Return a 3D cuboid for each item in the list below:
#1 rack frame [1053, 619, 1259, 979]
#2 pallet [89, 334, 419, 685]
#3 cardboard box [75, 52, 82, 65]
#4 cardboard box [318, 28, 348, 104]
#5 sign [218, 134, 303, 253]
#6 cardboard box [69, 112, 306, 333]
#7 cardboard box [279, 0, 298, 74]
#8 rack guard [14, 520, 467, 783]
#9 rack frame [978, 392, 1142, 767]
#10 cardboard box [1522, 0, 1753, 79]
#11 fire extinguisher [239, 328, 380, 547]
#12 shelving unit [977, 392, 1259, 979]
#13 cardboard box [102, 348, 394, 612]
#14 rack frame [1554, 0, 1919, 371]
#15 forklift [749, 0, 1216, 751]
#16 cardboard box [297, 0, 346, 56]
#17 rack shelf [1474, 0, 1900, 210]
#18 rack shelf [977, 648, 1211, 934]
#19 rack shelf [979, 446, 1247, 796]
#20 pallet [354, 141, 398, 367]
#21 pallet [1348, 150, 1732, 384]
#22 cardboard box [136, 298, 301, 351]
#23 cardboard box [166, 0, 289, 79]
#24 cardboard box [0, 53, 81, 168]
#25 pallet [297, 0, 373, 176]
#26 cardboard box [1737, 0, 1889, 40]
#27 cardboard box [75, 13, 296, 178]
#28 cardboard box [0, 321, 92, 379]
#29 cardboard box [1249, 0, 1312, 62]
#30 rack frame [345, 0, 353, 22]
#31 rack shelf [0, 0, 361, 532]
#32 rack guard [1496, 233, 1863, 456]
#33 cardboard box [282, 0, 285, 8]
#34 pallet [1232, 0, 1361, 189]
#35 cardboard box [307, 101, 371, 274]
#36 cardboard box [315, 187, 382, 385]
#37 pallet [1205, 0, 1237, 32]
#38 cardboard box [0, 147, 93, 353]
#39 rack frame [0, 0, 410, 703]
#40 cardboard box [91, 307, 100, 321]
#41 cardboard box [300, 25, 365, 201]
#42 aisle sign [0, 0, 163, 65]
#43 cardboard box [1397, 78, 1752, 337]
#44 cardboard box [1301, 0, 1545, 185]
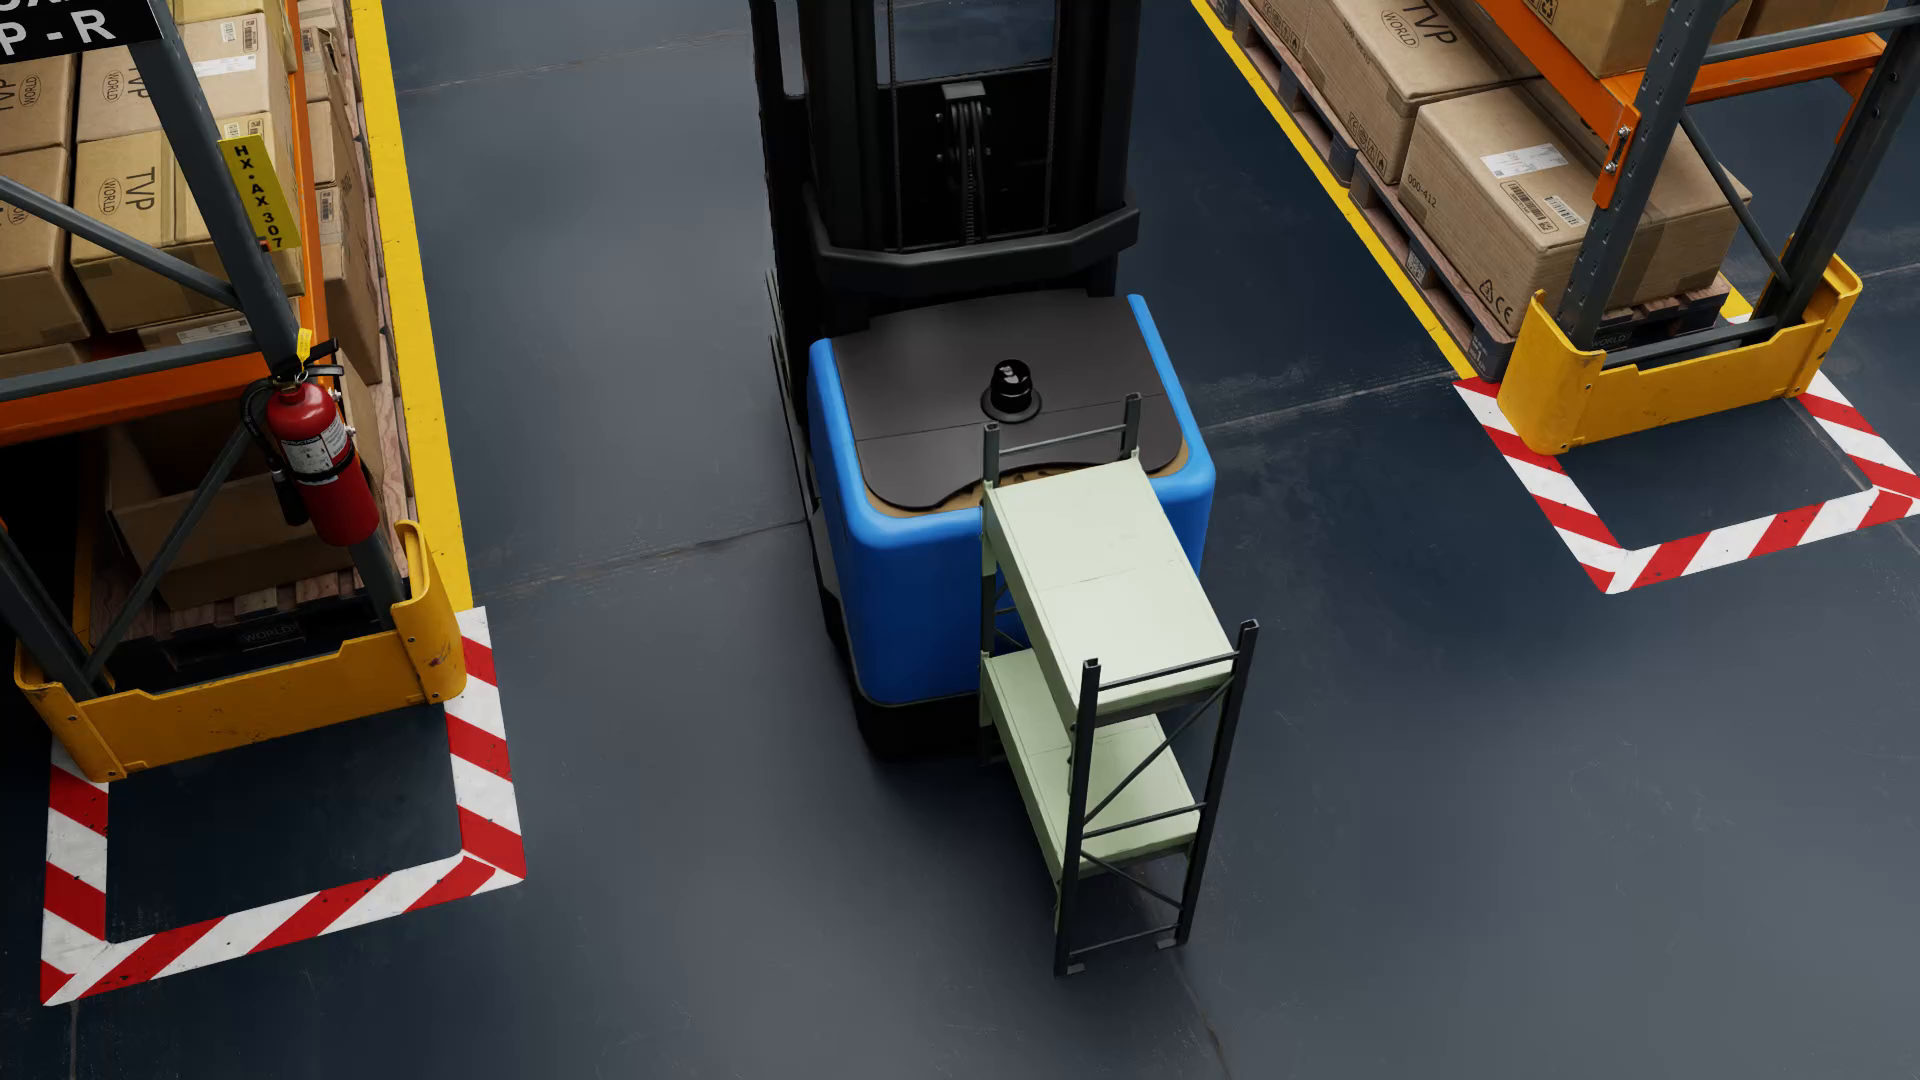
[{"bbox_3d":[0.459,0.707,4.173,0.400,1.500,0.023,-13,51,-10],"label":"rack frame"},{"bbox_3d":[-2.420,-0.146,5.736,1.003,0.211,1.213,-13,51,-11],"label":"pallet"},{"bbox_3d":[-2.844,-1.471,4.932,0.500,0.250,0.500,-12,51,-10],"label":"cardboard box"},{"bbox_3d":[-2.793,-1.982,6.973,0.396,0.266,0.258,-12,51,-10],"label":"cardboard box"},{"bbox_3d":[-1.643,-0.810,3.904,0.100,0.325,0.005,-13,51,-11],"label":"sign"},{"bbox_3d":[-2.038,-0.848,4.406,0.500,0.250,0.500,-13,51,-11],"label":"cardboard box"},{"bbox_3d":[-2.329,-1.581,5.285,0.380,0.149,0.250,-15,51,-12],"label":"cardboard box"},{"bbox_3d":[-2.183,0.342,5.134,1.175,0.500,0.348,-13,51,-11],"label":"rack guard"},{"bbox_3d":[0.252,0.170,4.626,0.400,1.500,0.023,-13,51,-10],"label":"rack frame"},{"bbox_3d":[2.184,-1.857,5.289,0.500,0.500,0.500,-13,51,-11],"label":"cardboard box"},{"bbox_3d":[-1.676,-0.260,4.301,0.296,0.674,0.183,-13,51,-11],"label":"fire extinguisher"},{"bbox_3d":[0.356,0.439,4.399,0.431,1.500,0.755,-13,51,-10],"label":"shelving unit"},{"bbox_3d":[-2.251,-0.207,5.320,0.797,0.503,0.637,-15,52,-12],"label":"cardboard box"},{"bbox_3d":[2.580,-1.533,5.080,1.000,3.000,0.127,-13,51,-11],"label":"rack frame"},{"bbox_3d":[-0.090,-1.449,5.054,1.130,2.935,3.031,-9,50,-8],"label":"forklift"},{"bbox_3d":[-2.898,-2.205,7.237,0.380,0.149,0.250,-15,51,-12],"label":"cardboard box"},{"bbox_3d":[1.988,-2.762,6.587,1.077,0.370,4.000,-13,51,-11],"label":"rack shelf"},{"bbox_3d":[0.356,0.649,4.648,0.431,0.370,0.720,-13,51,-10],"label":"rack shelf"},{"bbox_3d":[0.356,0.187,4.101,0.431,0.370,0.720,-13,51,-10],"label":"rack shelf"},{"bbox_3d":[-2.777,-1.036,6.485,1.003,0.211,1.213,-13,51,-11],"label":"pallet"},{"bbox_3d":[2.269,-1.200,6.624,1.003,0.211,1.213,-13,51,-11],"label":"pallet"},{"bbox_3d":[-1.996,-0.629,4.483,0.380,0.149,0.250,-14,51,-11],"label":"cardboard box"},{"bbox_3d":[-2.340,-1.585,5.028,0.500,0.250,0.500,-14,51,-12],"label":"cardboard box"},{"bbox_3d":[-2.702,-1.108,4.626,0.500,0.250,0.500,-13,51,-11],"label":"cardboard box"},{"bbox_3d":[-3.142,-1.929,7.238,1.003,0.211,1.213,-13,51,-11],"label":"pallet"},{"bbox_3d":[2.712,-1.980,5.392,0.500,0.500,0.500,-14,51,-11],"label":"cardboard box"},{"bbox_3d":[-2.187,-1.216,4.717,0.500,0.250,0.500,-13,51,-11],"label":"cardboard box"},{"bbox_3d":[-2.515,-0.508,4.381,0.380,0.149,0.250,-14,51,-11],"label":"cardboard box"},{"bbox_3d":[1.745,-2.627,7.404,0.875,0.438,0.875,-15,51,-12],"label":"cardboard box"},{"bbox_3d":[-3.344,-3.329,6.595,1.000,3.000,0.127,-13,51,-11],"label":"rack frame"},{"bbox_3d":[-2.752,-1.637,5.638,1.077,0.370,4.000,-13,51,-11],"label":"rack shelf"},{"bbox_3d":[2.587,-0.709,6.021,1.175,0.500,0.348,-13,51,-11],"label":"rack guard"},{"bbox_3d":[-2.427,-1.769,5.443,0.380,0.149,0.250,-12,51,-10],"label":"cardboard box"},{"bbox_3d":[1.911,-2.090,7.374,1.003,0.211,1.213,-13,51,-11],"label":"pallet"},{"bbox_3d":[-2.528,-1.247,6.200,0.500,0.500,0.500,-12,51,-10],"label":"cardboard box"},{"bbox_3d":[-2.467,-0.839,5.855,0.700,0.500,0.500,-11,51,-9],"label":"cardboard box"},{"bbox_3d":[1.547,-2.982,8.126,1.003,0.211,1.213,-13,51,-11],"label":"pallet"},{"bbox_3d":[-2.550,-0.731,4.308,0.500,0.250,0.500,-12,51,-10],"label":"cardboard box"},{"bbox_3d":[-2.161,-0.408,4.132,1.000,3.000,0.127,-13,51,-11],"label":"rack frame"},{"bbox_3d":[-2.532,-0.707,4.549,0.380,0.149,0.250,-12,51,-10],"label":"cardboard box"},{"bbox_3d":[-2.774,-1.597,6.495,0.700,0.500,0.500,-15,52,-12],"label":"cardboard box"},{"bbox_3d":[-1.860,-1.262,3.152,0.394,0.787,0.004,-13,51,-11],"label":"aisle sign"},{"bbox_3d":[2.289,-1.302,6.287,0.875,0.438,0.875,-15,51,-12],"label":"cardboard box"},{"bbox_3d":[2.010,-1.968,6.848,0.875,0.438,0.875,-12,51,-10],"label":"cardboard box"}]
